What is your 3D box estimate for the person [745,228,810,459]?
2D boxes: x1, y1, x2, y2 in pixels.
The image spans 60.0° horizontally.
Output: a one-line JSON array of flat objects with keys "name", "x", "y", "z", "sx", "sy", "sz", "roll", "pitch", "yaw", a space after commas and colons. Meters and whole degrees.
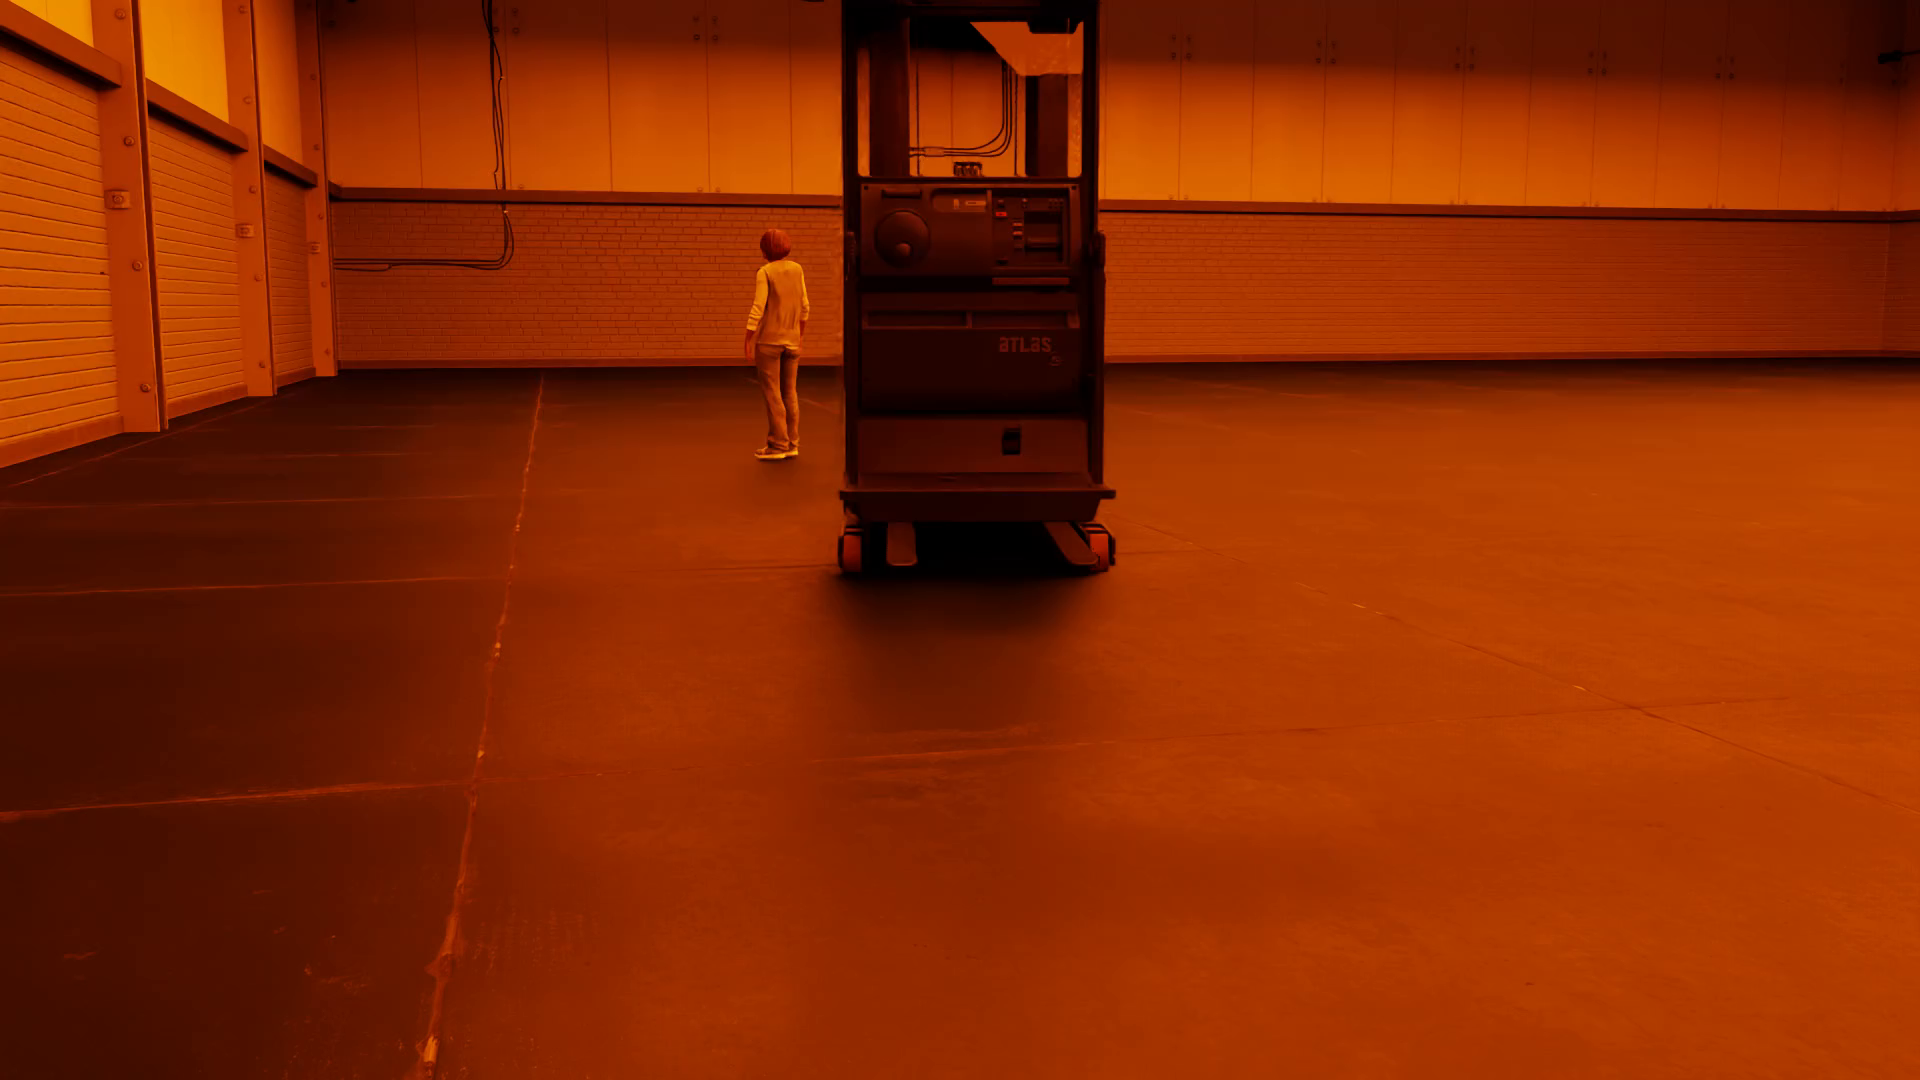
[{"name": "person", "x": -1.319, "y": -1.365, "z": 11.640, "sx": 0.520, "sy": 1.597, "sz": 0.475, "roll": -7, "pitch": 11, "yaw": -42}]

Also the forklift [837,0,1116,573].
[{"name": "forklift", "x": 0.054, "y": -1.358, "z": 6.837, "sx": 1.130, "sy": 2.935, "sz": 3.031, "roll": 0, "pitch": 8, "yaw": -2}]
